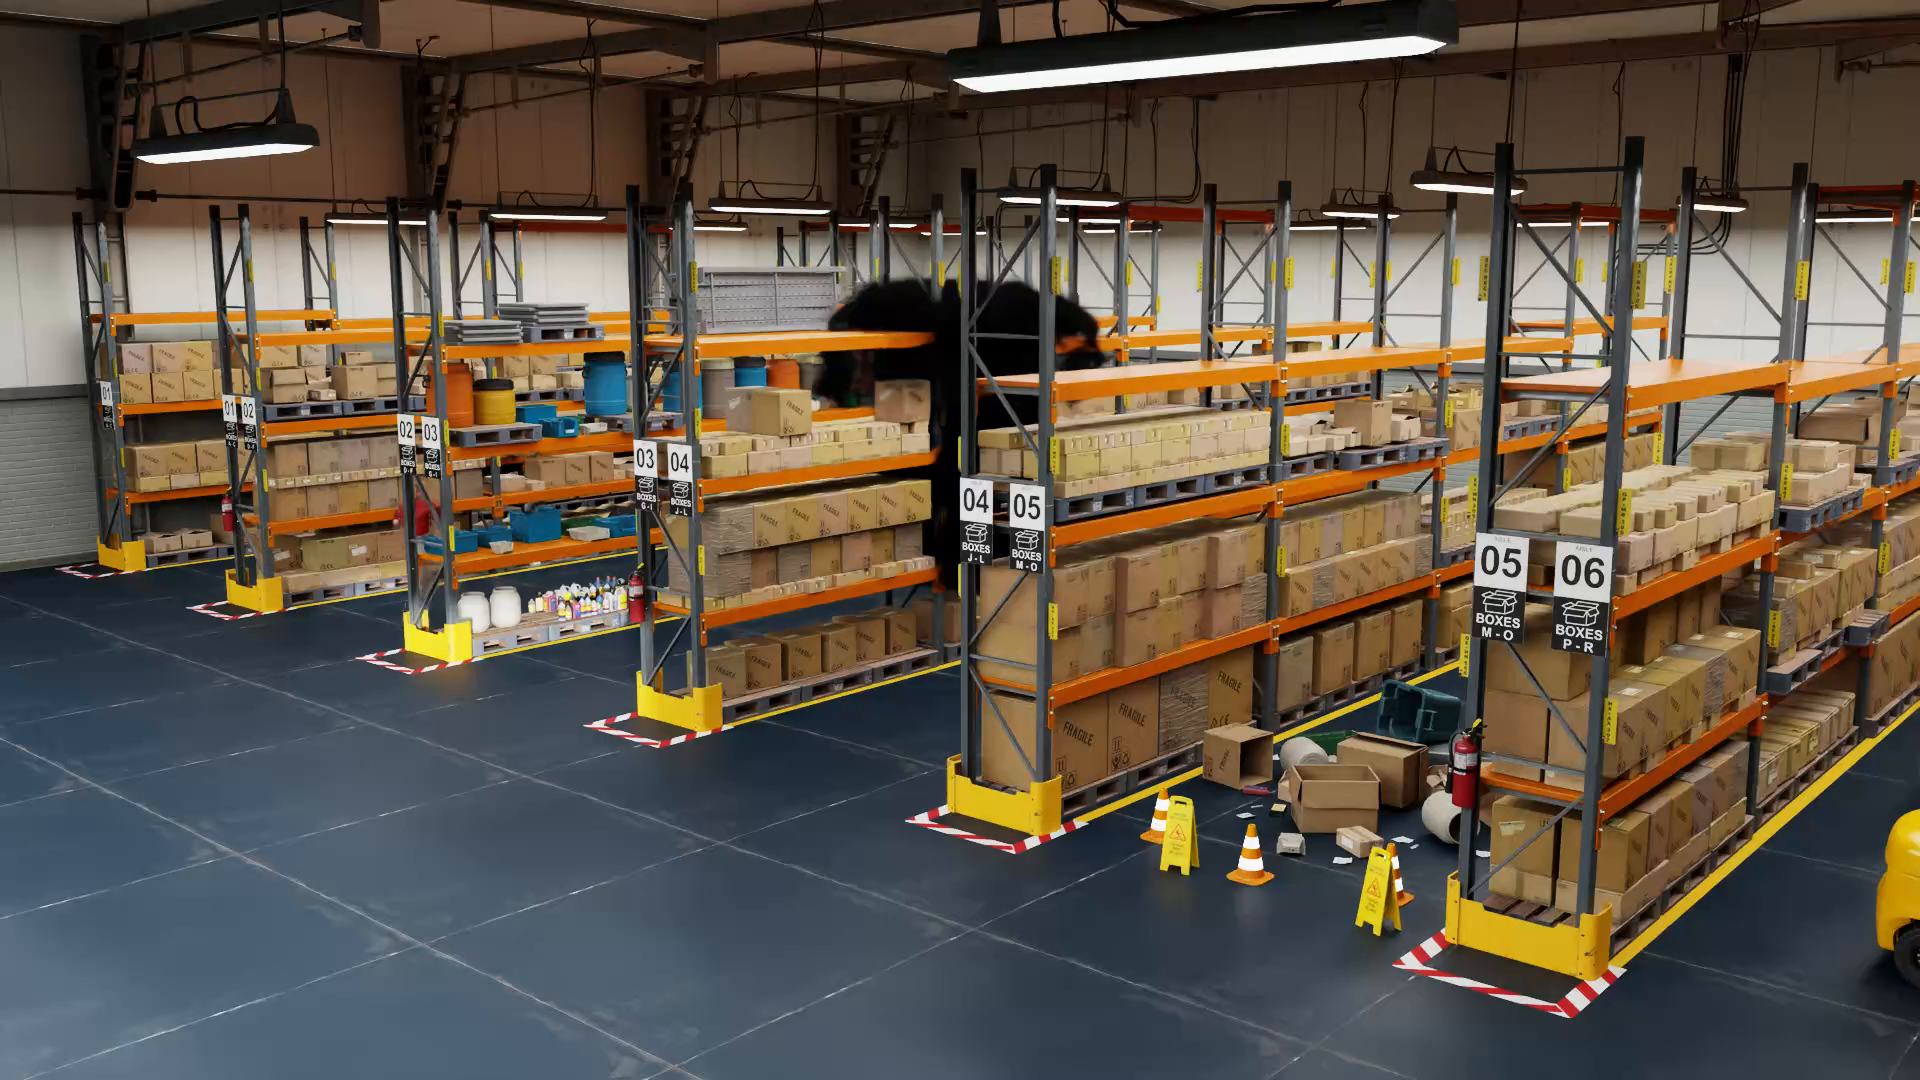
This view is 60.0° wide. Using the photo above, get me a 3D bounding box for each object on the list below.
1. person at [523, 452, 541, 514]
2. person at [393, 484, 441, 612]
[{"bbox_3d":[-8.169,-0.914,31.725,0.561,1.661,0.562,8,12,40],"label":"person"},{"bbox_3d":[-7.738,0.078,23.720,0.650,1.773,0.886,3,10,16],"label":"person"}]
